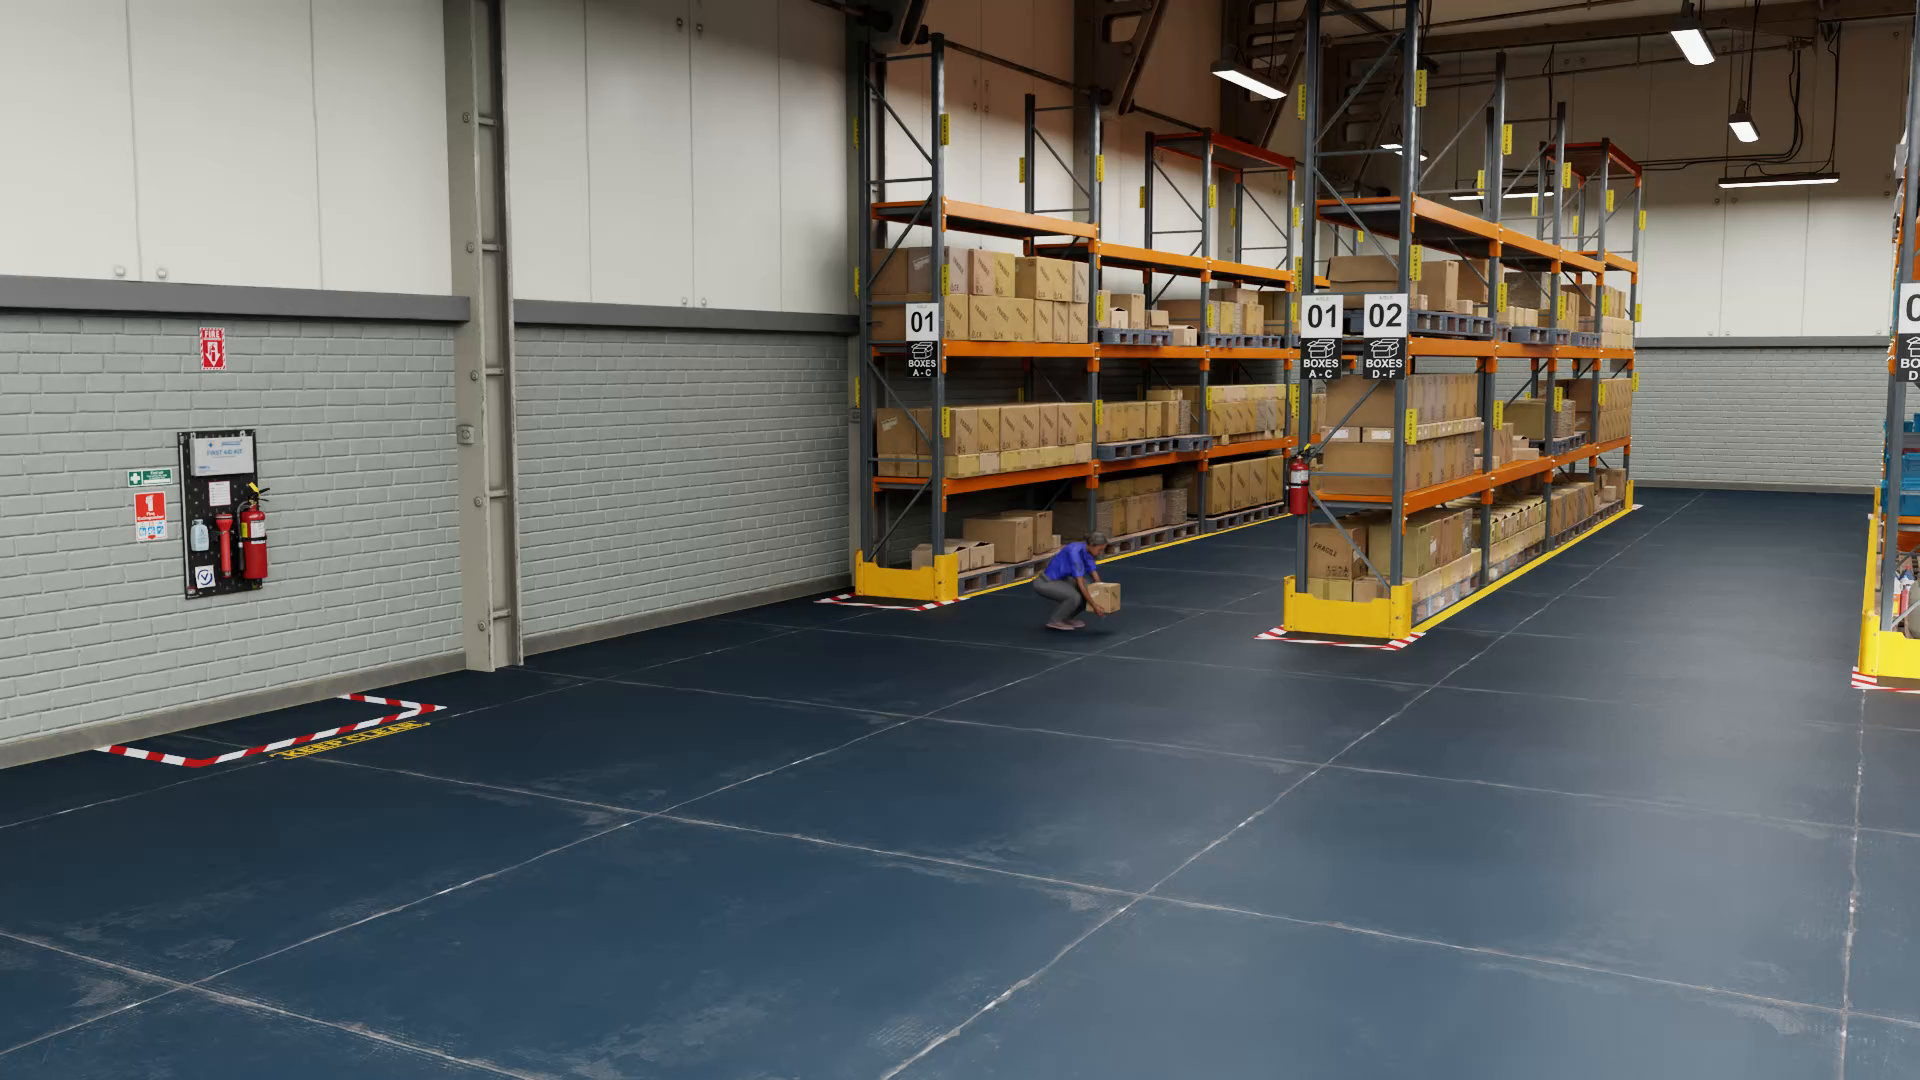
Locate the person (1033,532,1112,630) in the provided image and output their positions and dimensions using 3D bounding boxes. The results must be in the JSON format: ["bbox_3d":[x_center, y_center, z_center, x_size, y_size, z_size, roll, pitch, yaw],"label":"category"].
[{"bbox_3d":[1.107,0.392,16.102,0.801,0.957,0.459,3,7,27],"label":"person"}]
